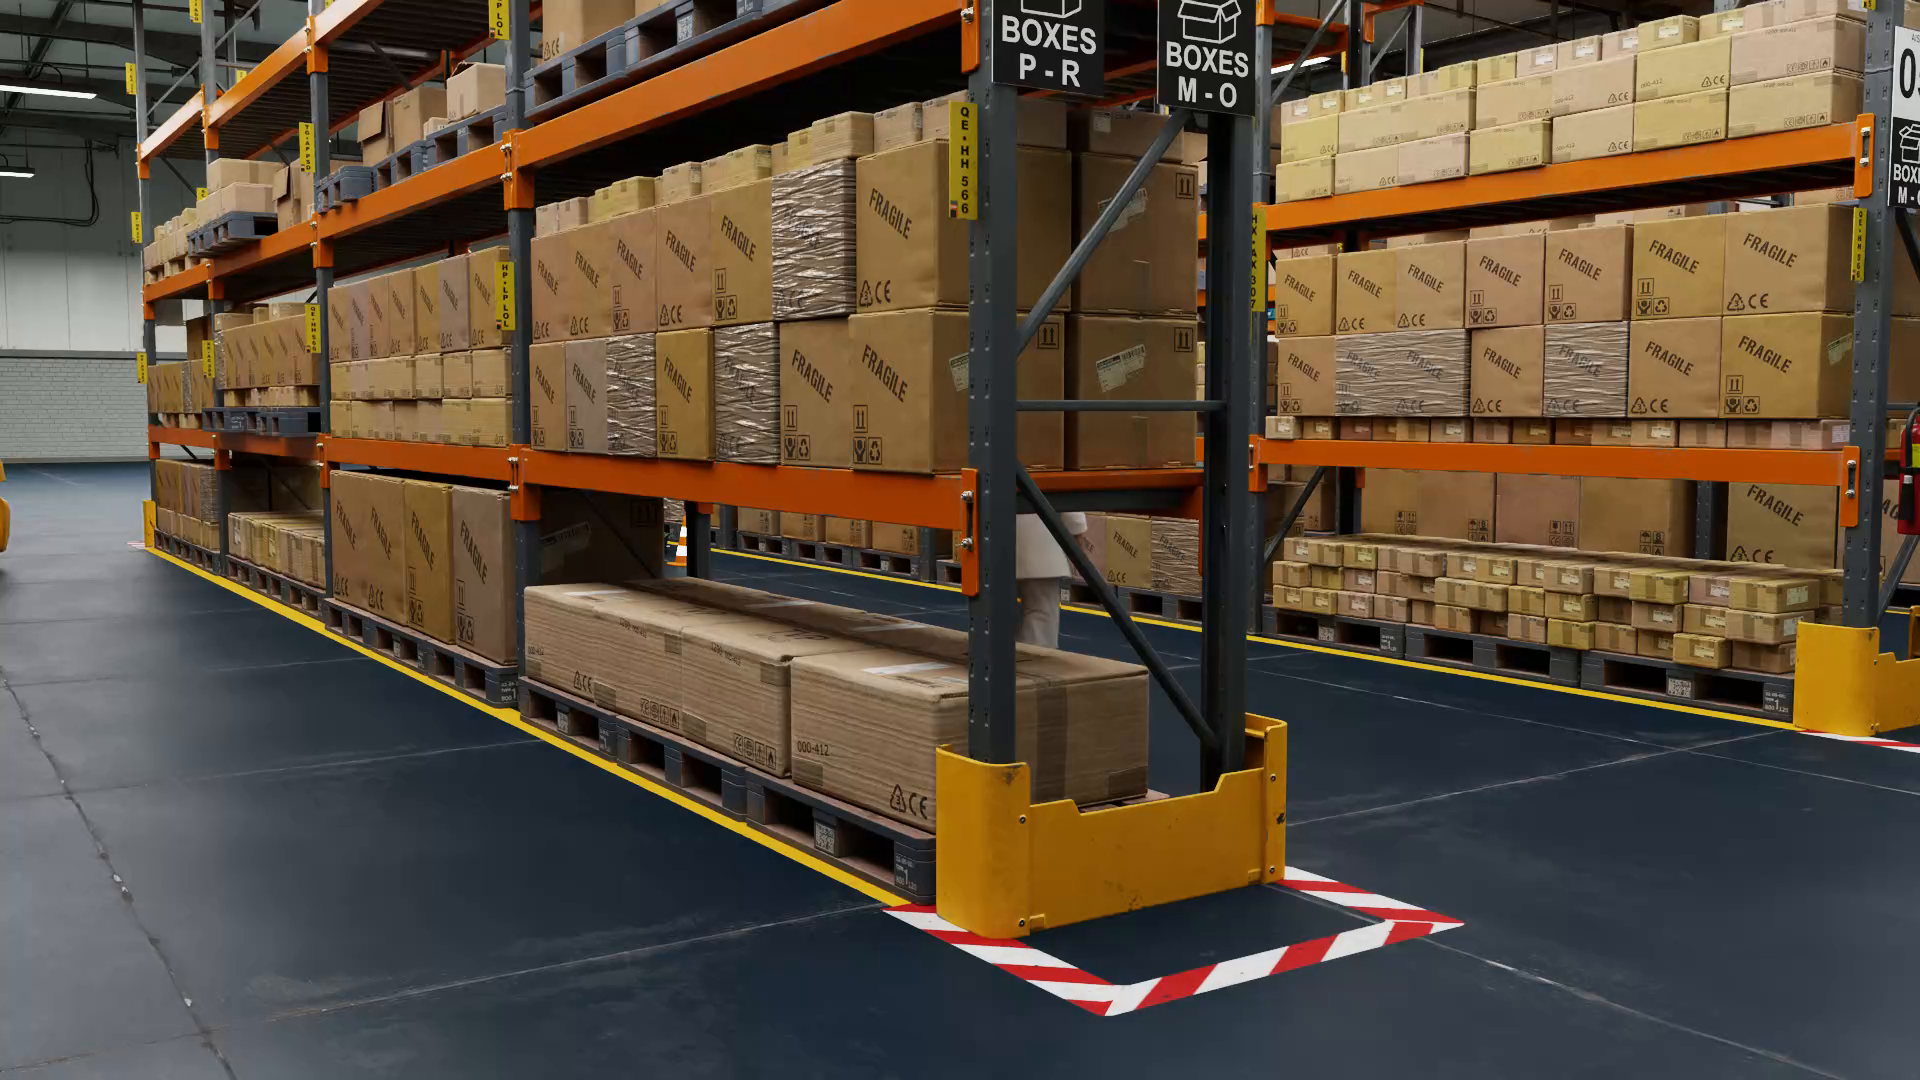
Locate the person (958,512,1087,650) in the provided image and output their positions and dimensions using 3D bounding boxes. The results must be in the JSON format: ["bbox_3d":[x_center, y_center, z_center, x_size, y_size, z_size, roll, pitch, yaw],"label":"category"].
[{"bbox_3d":[0.305,-0.029,7.817,0.703,1.778,0.440,2,5,26],"label":"person"}]
